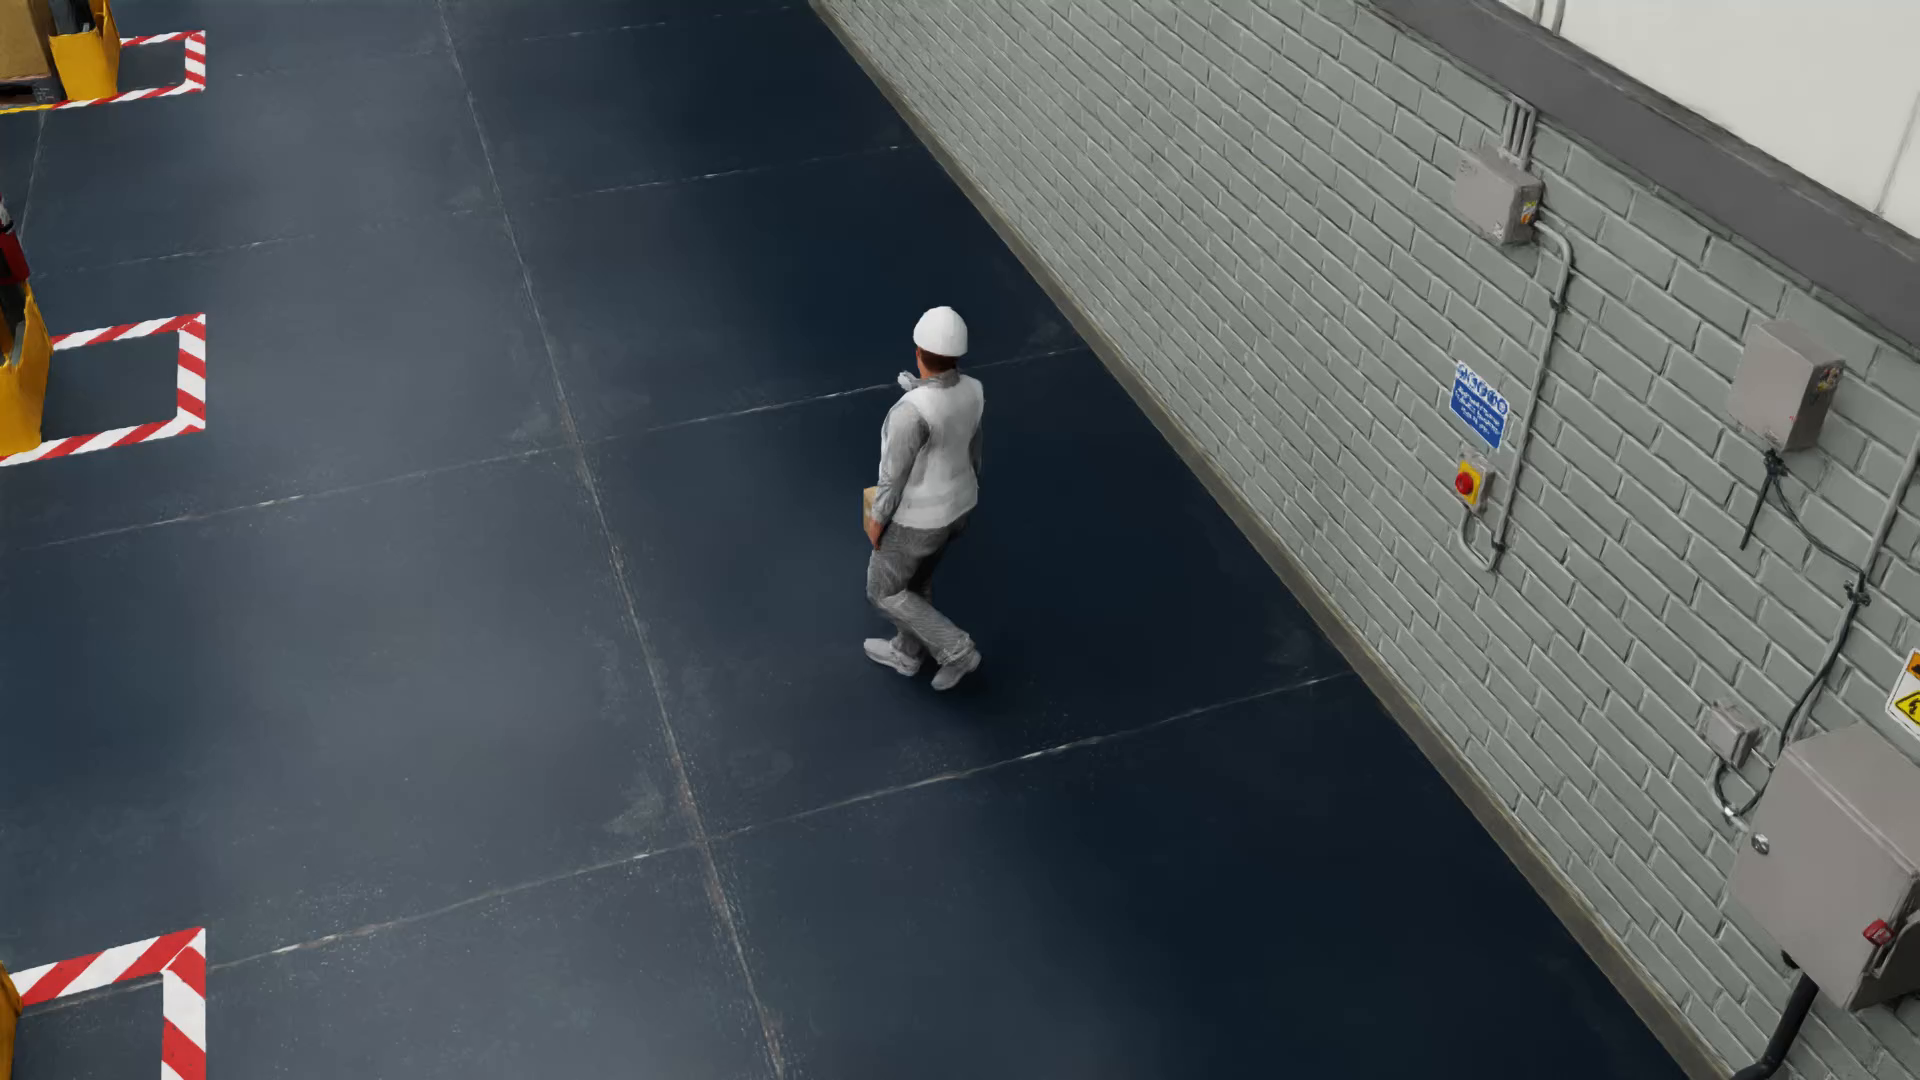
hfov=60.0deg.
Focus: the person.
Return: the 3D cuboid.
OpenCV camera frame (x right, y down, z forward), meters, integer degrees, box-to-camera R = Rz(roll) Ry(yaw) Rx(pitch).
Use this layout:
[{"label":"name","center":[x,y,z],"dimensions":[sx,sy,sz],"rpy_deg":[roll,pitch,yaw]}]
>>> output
[{"label":"person","center":[-0.102,-0.131,6.957],"dimensions":[0.661,1.749,0.585],"rpy_deg":[24,44,28]}]
